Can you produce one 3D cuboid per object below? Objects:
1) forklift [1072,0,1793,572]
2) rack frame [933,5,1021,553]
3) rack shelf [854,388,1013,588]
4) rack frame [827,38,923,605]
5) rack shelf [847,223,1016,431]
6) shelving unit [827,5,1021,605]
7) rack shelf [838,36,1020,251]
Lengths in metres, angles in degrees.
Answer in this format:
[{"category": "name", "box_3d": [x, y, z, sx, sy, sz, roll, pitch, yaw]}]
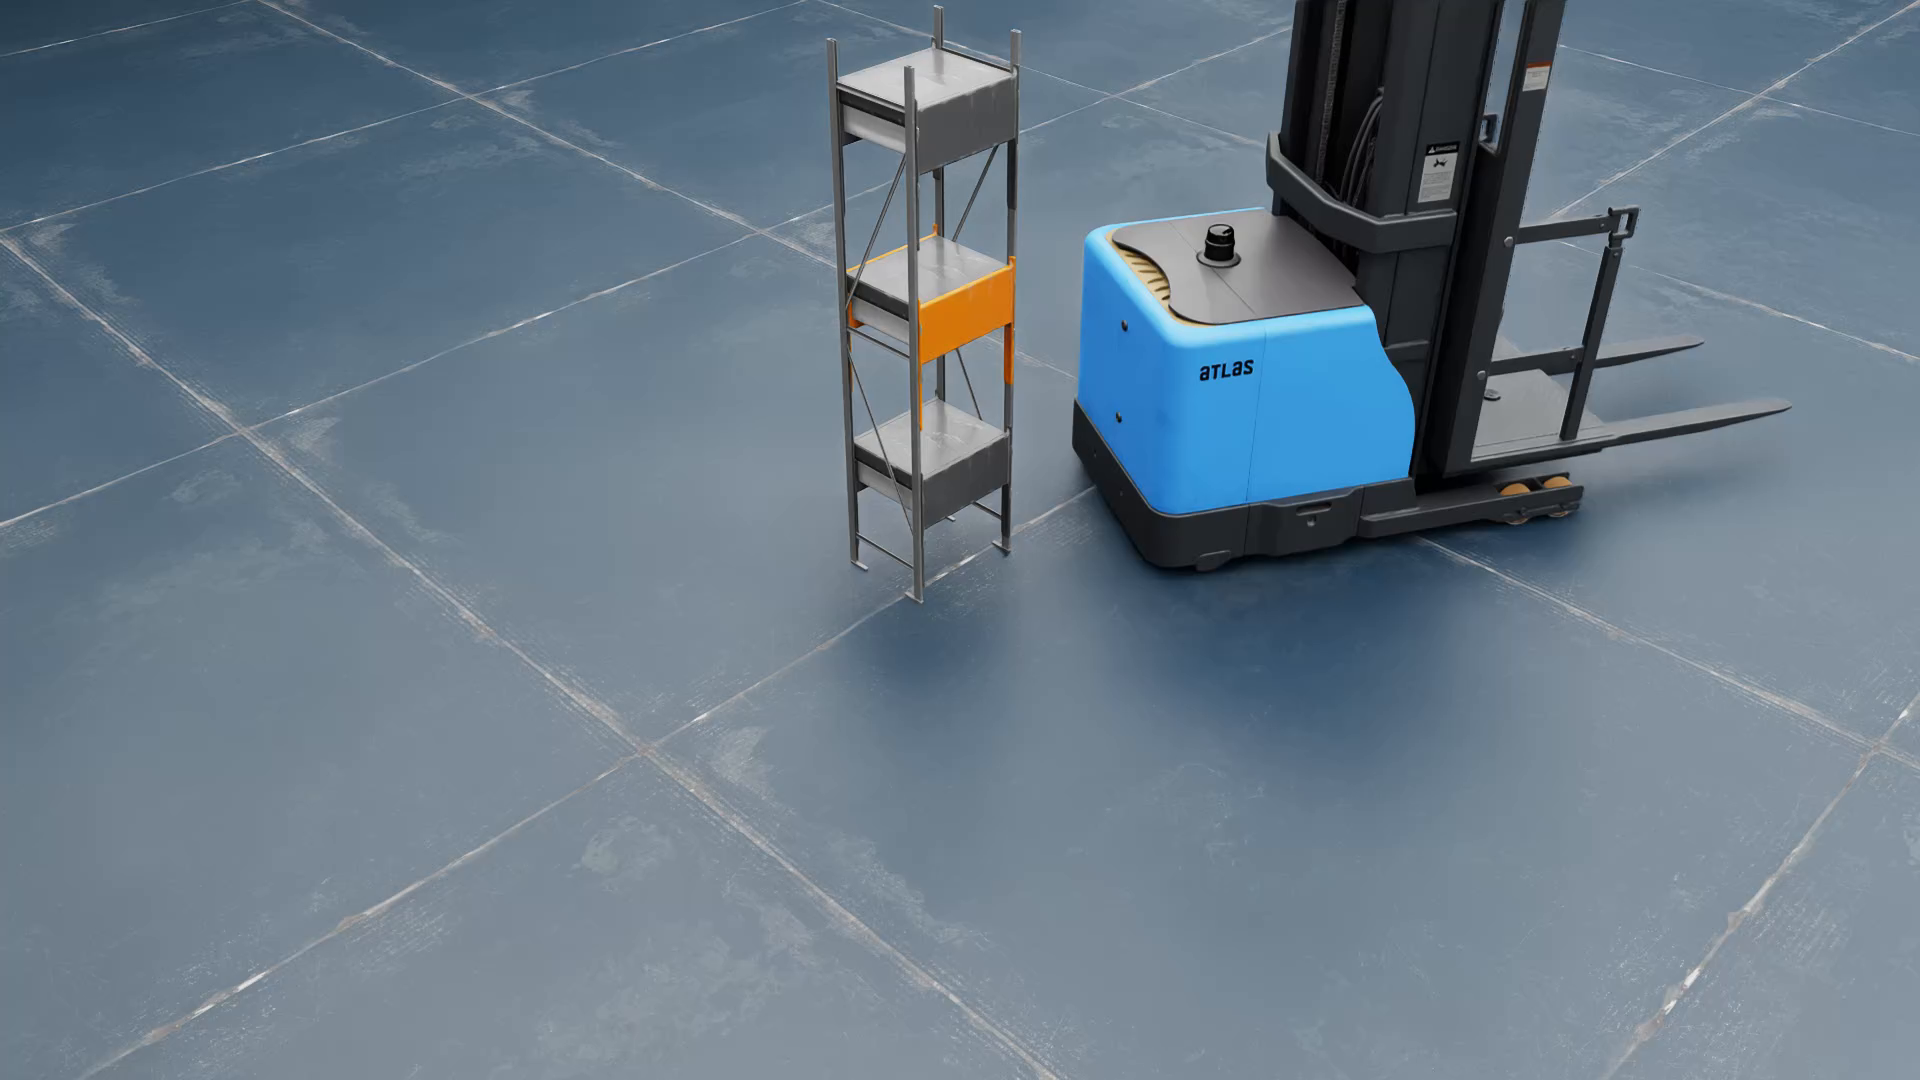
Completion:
[{"category": "forklift", "box_3d": [2.061, -1.546, 6.405, 3.031, 2.935, 1.130, -9, 36, -13]}, {"category": "rack frame", "box_3d": [0.055, -0.893, 6.195, 0.400, 2.100, 0.015, 30, 45, 35]}, {"category": "rack shelf", "box_3d": [-0.117, -0.209, 6.461, 0.431, 0.518, 0.480, 30, 45, 35]}, {"category": "rack frame", "box_3d": [-0.289, -0.695, 5.911, 0.400, 2.100, 0.015, 30, 45, 35]}, {"category": "rack shelf", "box_3d": [-0.117, -0.783, 6.061, 0.431, 0.518, 0.480, 30, 45, 35]}, {"category": "shelving unit", "box_3d": [-0.117, -0.794, 6.053, 0.431, 2.100, 0.503, 30, 45, 35]}, {"category": "rack shelf", "box_3d": [-0.117, -1.357, 5.660, 0.431, 0.518, 0.480, 30, 45, 35]}]
